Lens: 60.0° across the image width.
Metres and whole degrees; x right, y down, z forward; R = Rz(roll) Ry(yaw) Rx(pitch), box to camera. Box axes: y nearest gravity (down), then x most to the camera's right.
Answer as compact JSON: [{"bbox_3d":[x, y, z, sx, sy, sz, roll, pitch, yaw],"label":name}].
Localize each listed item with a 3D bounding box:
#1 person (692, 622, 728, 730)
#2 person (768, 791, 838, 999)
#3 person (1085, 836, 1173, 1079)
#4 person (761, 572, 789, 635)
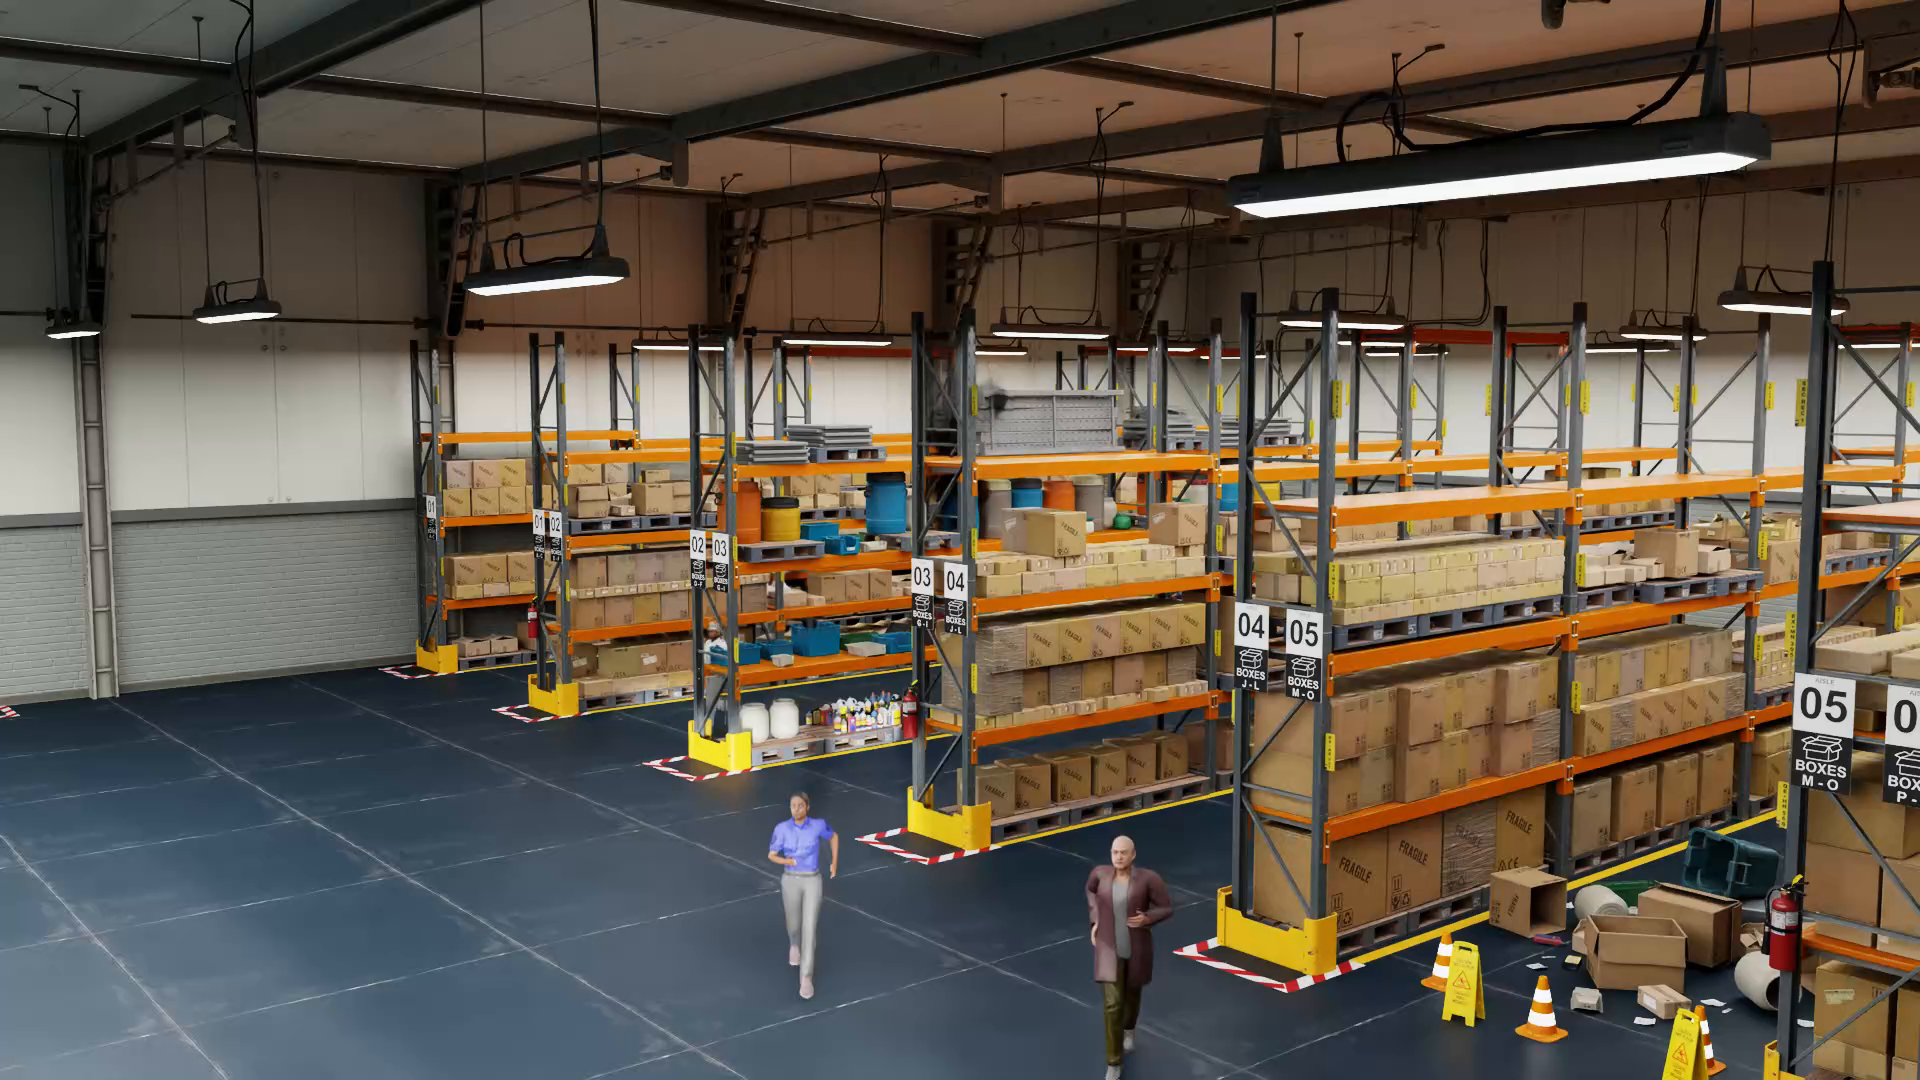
[{"bbox_3d":[-3.640,2.048,24.680,0.579,1.692,0.794,4,7,39],"label":"person"},{"bbox_3d":[-1.367,2.997,14.393,0.586,1.636,0.995,0,5,1],"label":"person"},{"bbox_3d":[1.264,3.115,12.552,0.680,1.814,0.981,1,5,9],"label":"person"},{"bbox_3d":[-3.589,1.396,31.289,0.673,1.812,0.706,5,7,44],"label":"person"}]
